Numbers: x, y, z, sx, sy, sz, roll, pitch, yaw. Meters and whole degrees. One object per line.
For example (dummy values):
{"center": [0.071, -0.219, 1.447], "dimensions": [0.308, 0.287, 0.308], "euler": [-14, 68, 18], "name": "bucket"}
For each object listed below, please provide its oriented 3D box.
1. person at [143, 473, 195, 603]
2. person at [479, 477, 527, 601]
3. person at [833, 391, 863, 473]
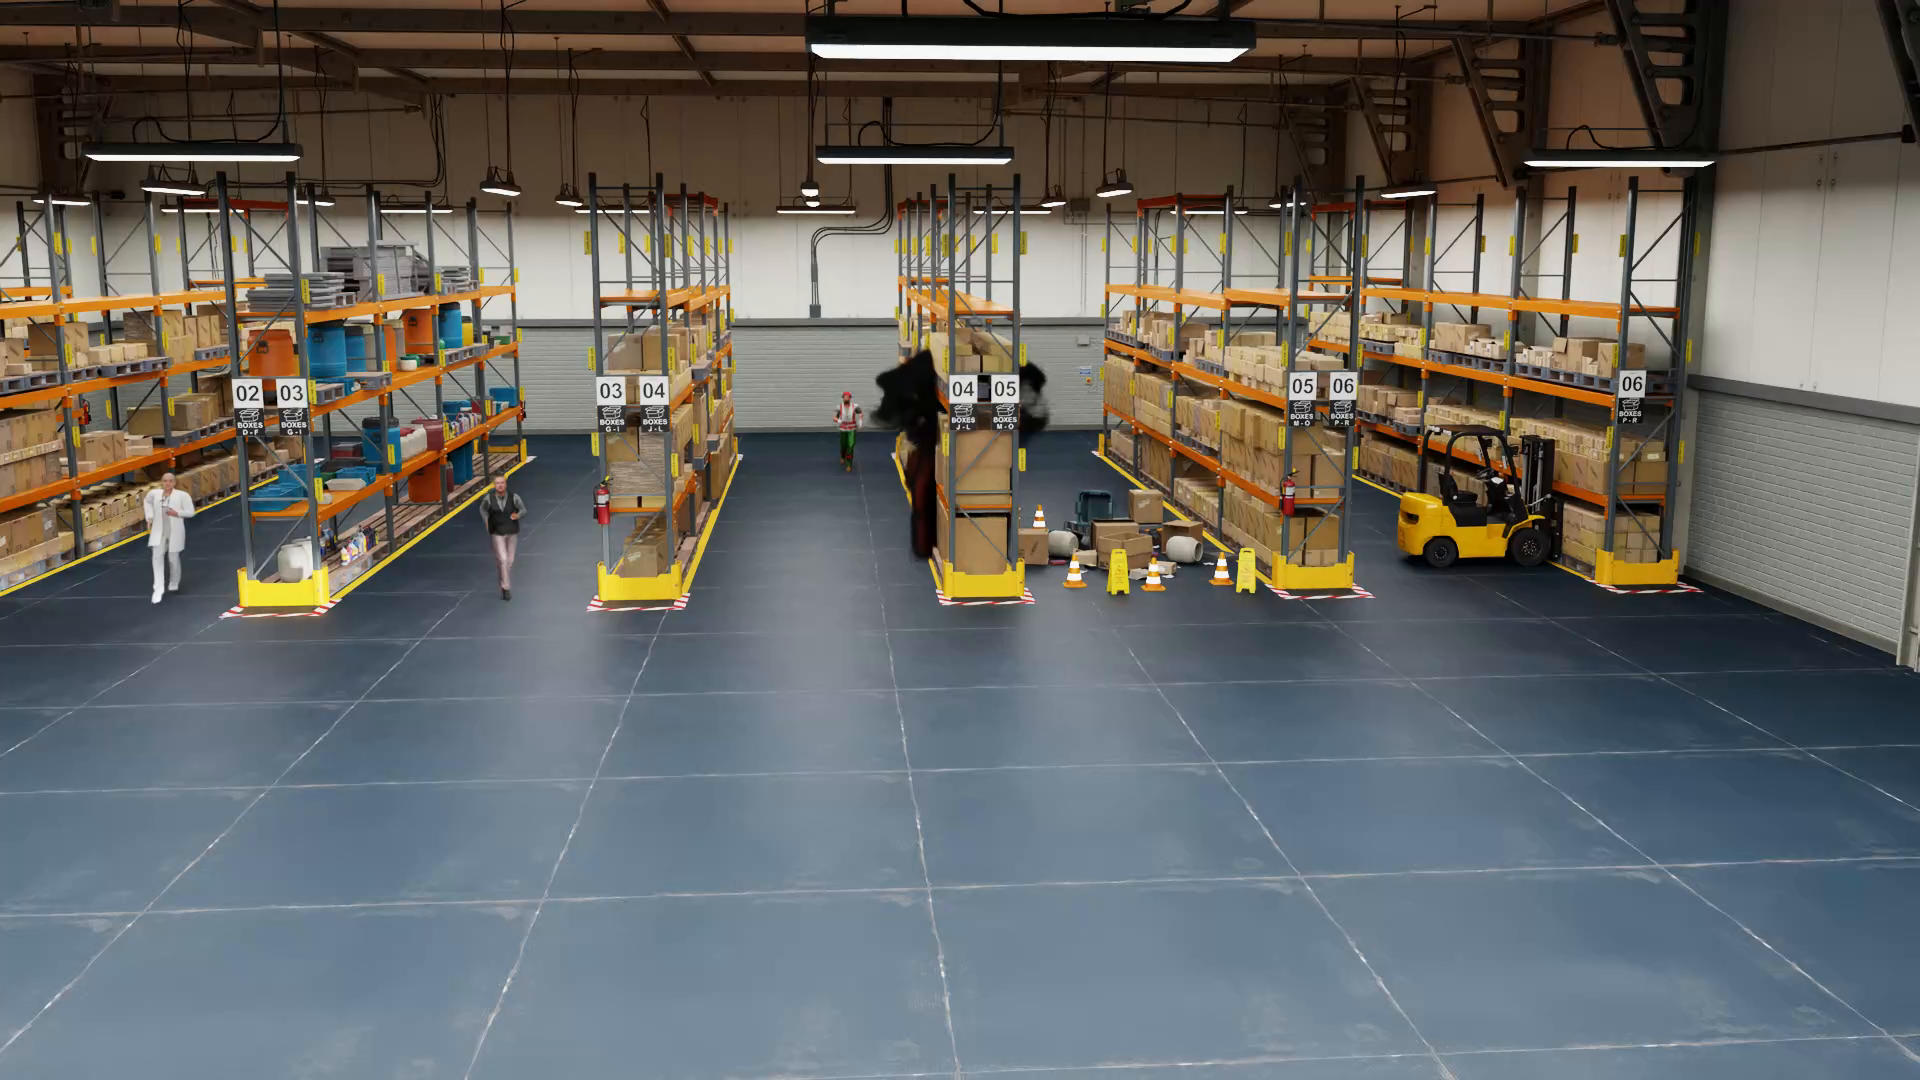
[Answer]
{"center": [-11.335, -0.081, 23.871], "dimensions": [0.701, 1.781, 1.038], "euler": [-3, 11, -18], "name": "person"}
{"center": [-6.587, -0.060, 24.076], "dimensions": [0.643, 1.748, 0.893], "euler": [-5, 11, -25], "name": "person"}
{"center": [-2.525, -2.461, 37.490], "dimensions": [0.669, 1.792, 0.991], "euler": [0, 10, 0], "name": "person"}
